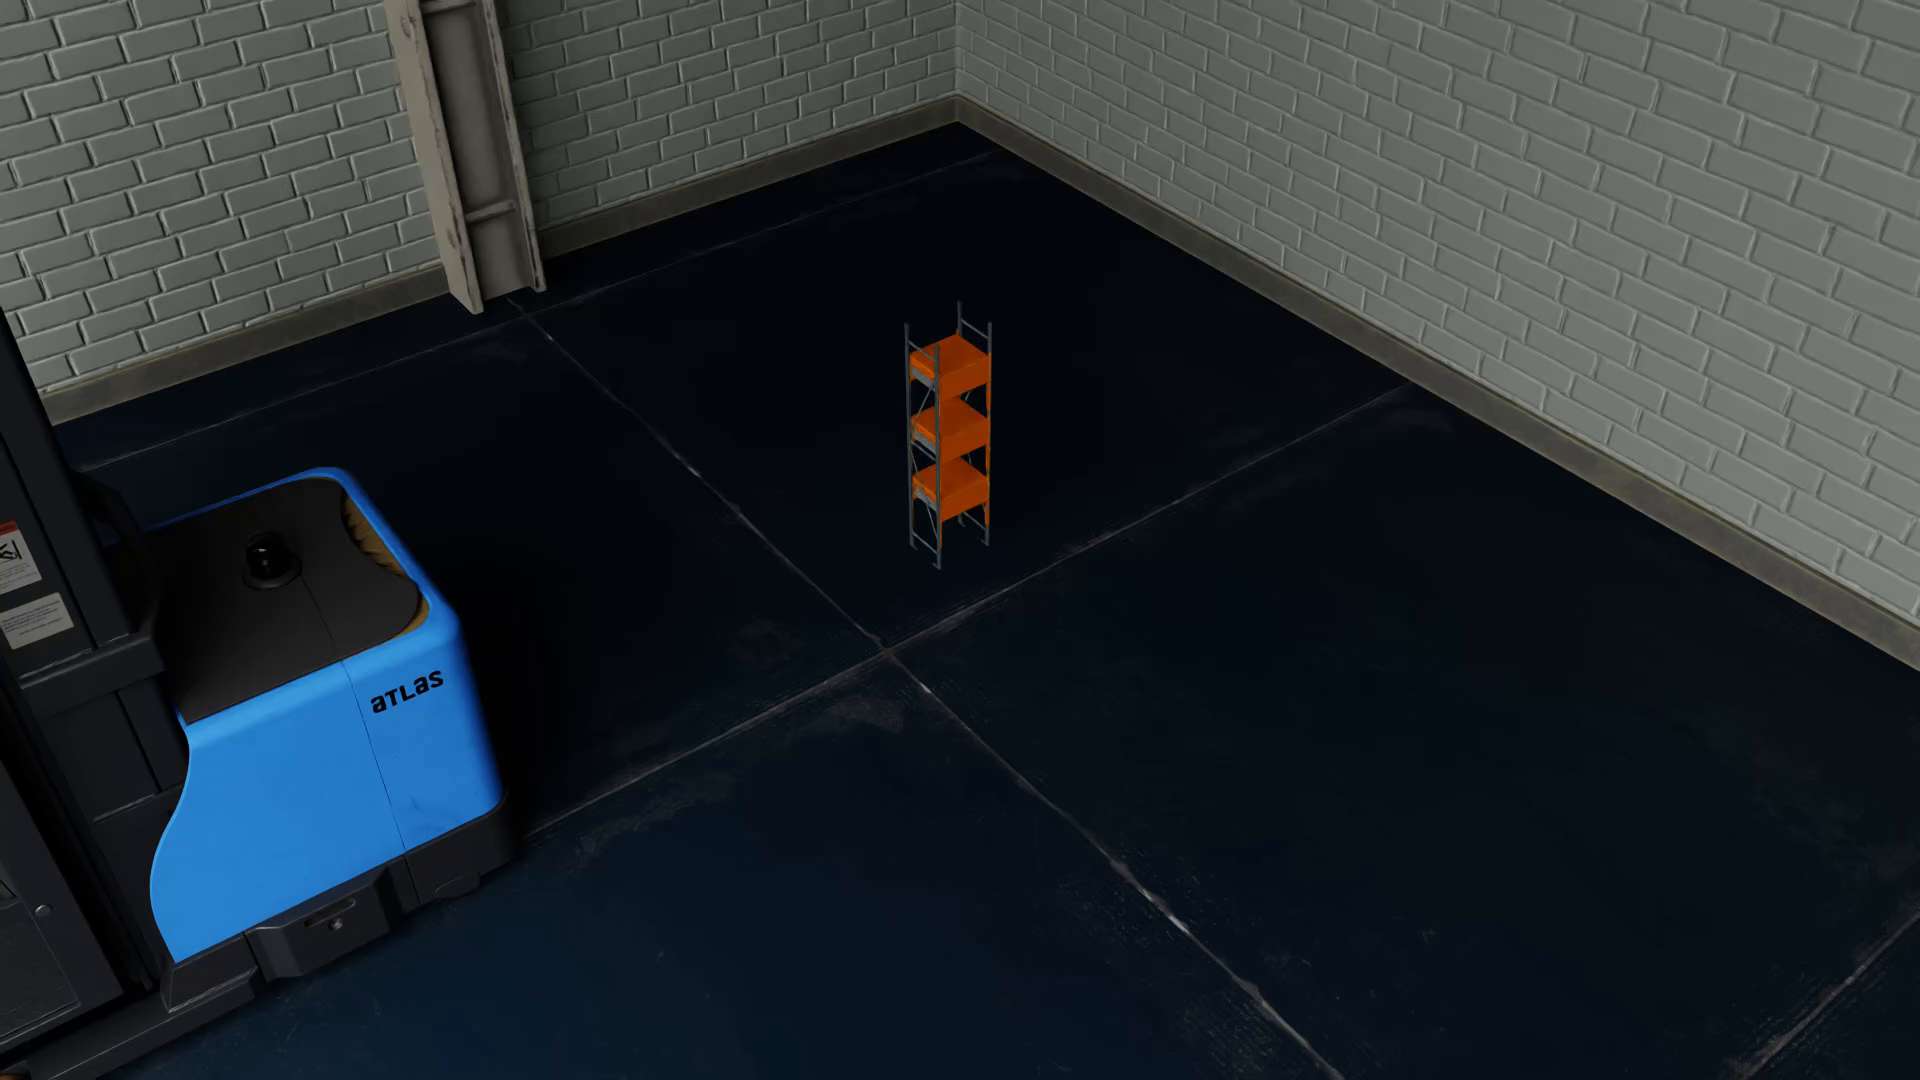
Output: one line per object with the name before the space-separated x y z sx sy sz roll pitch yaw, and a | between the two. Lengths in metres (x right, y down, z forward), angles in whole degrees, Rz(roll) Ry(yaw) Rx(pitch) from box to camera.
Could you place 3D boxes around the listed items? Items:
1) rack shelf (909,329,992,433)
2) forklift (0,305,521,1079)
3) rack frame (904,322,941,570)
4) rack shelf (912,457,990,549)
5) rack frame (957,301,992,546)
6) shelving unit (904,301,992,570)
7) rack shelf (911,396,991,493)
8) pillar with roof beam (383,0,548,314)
rack shelf | -0.042 -0.596 6.219 0.240 0.259 0.215 -26 46 -28
forklift | -2.921 0.234 4.154 3.031 2.935 1.130 -25 46 -27
rack frame | -0.139 -0.338 6.334 0.008 1.050 0.200 -26 46 -28
rack shelf | -0.042 -0.162 6.575 0.240 0.259 0.215 -26 46 -28
rack frame | 0.054 -0.432 6.449 0.008 1.050 0.200 -26 46 -28
shelving unit | -0.042 -0.385 6.392 0.252 1.050 0.215 -26 46 -28
rack shelf | -0.042 -0.377 6.399 0.240 0.259 0.215 -26 46 -28
pillar with roof beam | 0.324 -2.563 2.779 0.400 9.000 9.100 -26 46 -28
